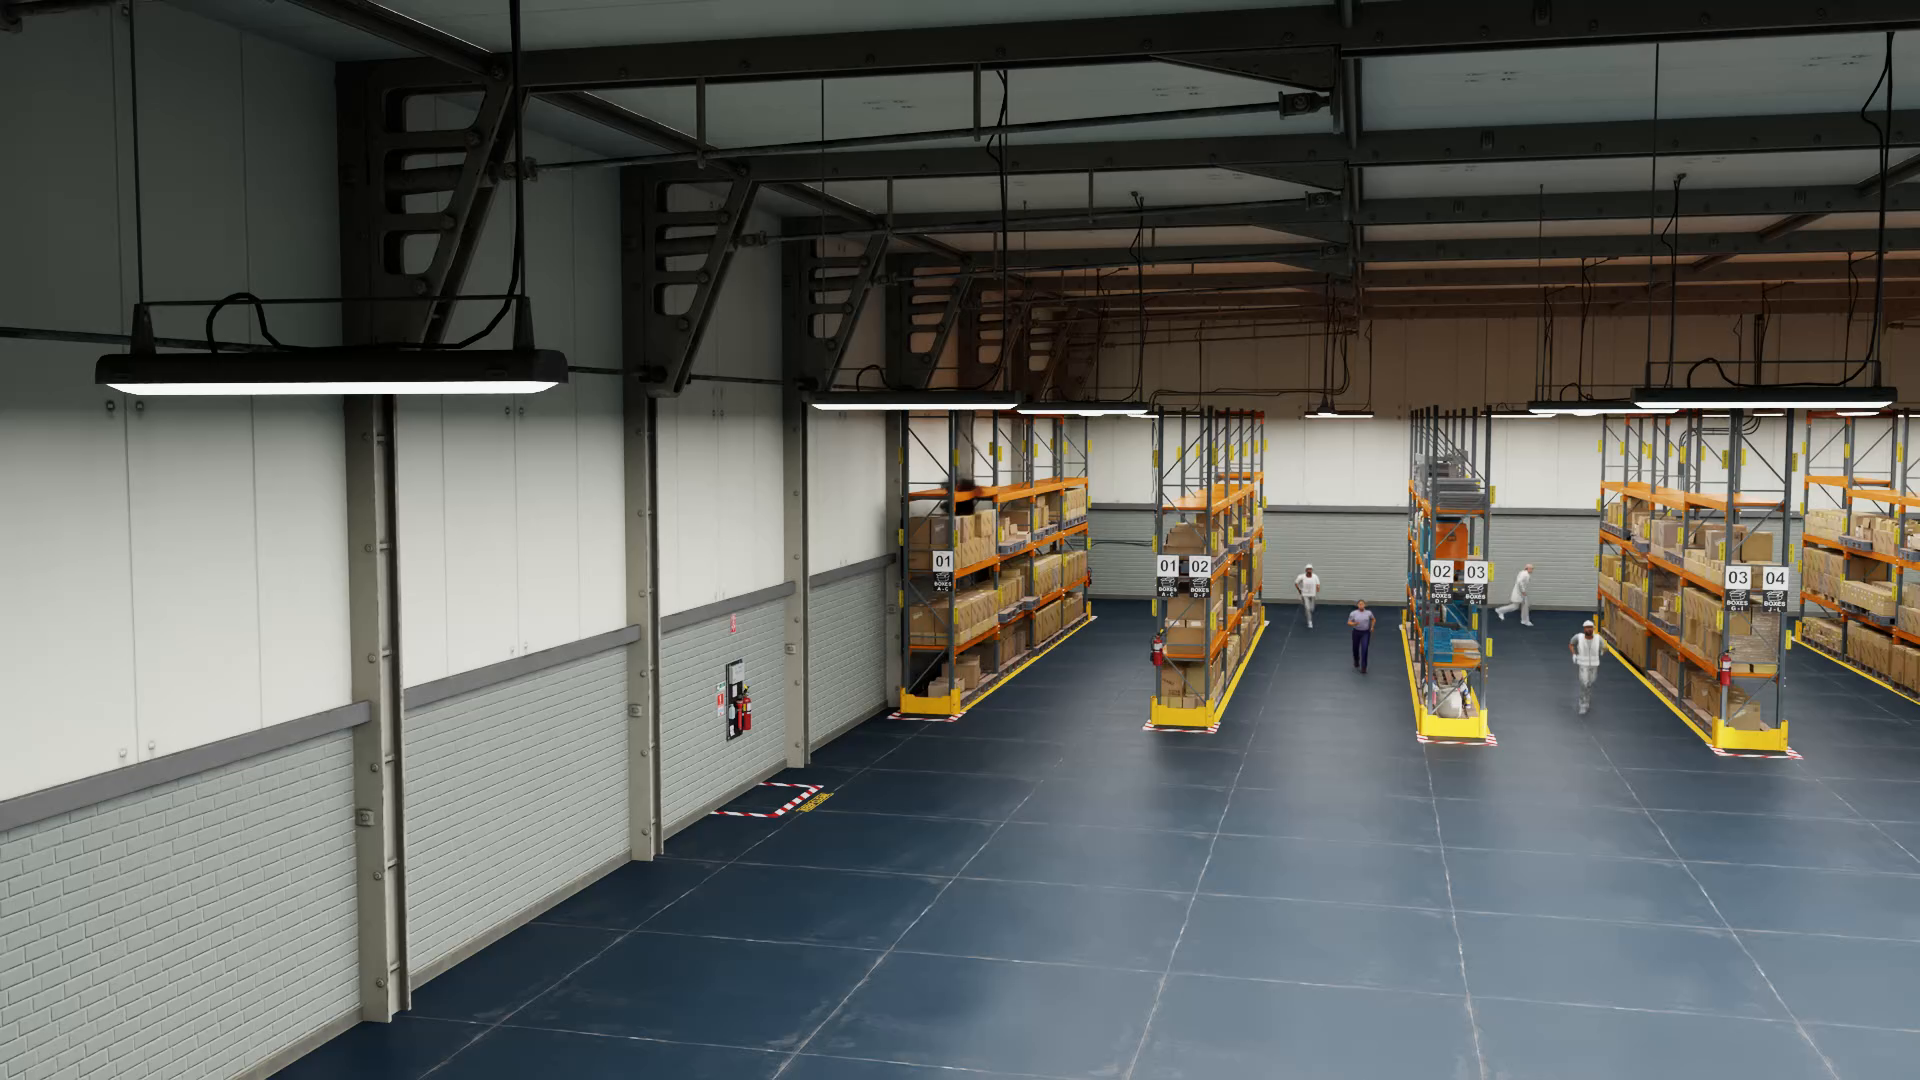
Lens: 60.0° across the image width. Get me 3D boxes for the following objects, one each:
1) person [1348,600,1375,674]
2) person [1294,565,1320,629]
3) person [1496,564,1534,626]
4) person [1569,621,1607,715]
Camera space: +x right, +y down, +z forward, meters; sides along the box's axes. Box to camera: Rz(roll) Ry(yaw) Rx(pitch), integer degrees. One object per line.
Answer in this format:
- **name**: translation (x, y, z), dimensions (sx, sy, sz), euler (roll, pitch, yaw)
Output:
- **person**: translation (9.132, 2.170, 37.851), dimensions (0.607, 1.632, 0.941), euler (1, 4, 16)
- **person**: translation (9.648, 1.550, 46.163), dimensions (0.702, 1.755, 0.859), euler (0, 4, -5)
- **person**: translation (15.609, 1.539, 46.747), dimensions (1.027, 1.737, 0.730), euler (1, 4, 16)
- **person**: translation (12.351, 2.494, 32.666), dimensions (0.668, 1.840, 0.788), euler (0, 4, 7)
